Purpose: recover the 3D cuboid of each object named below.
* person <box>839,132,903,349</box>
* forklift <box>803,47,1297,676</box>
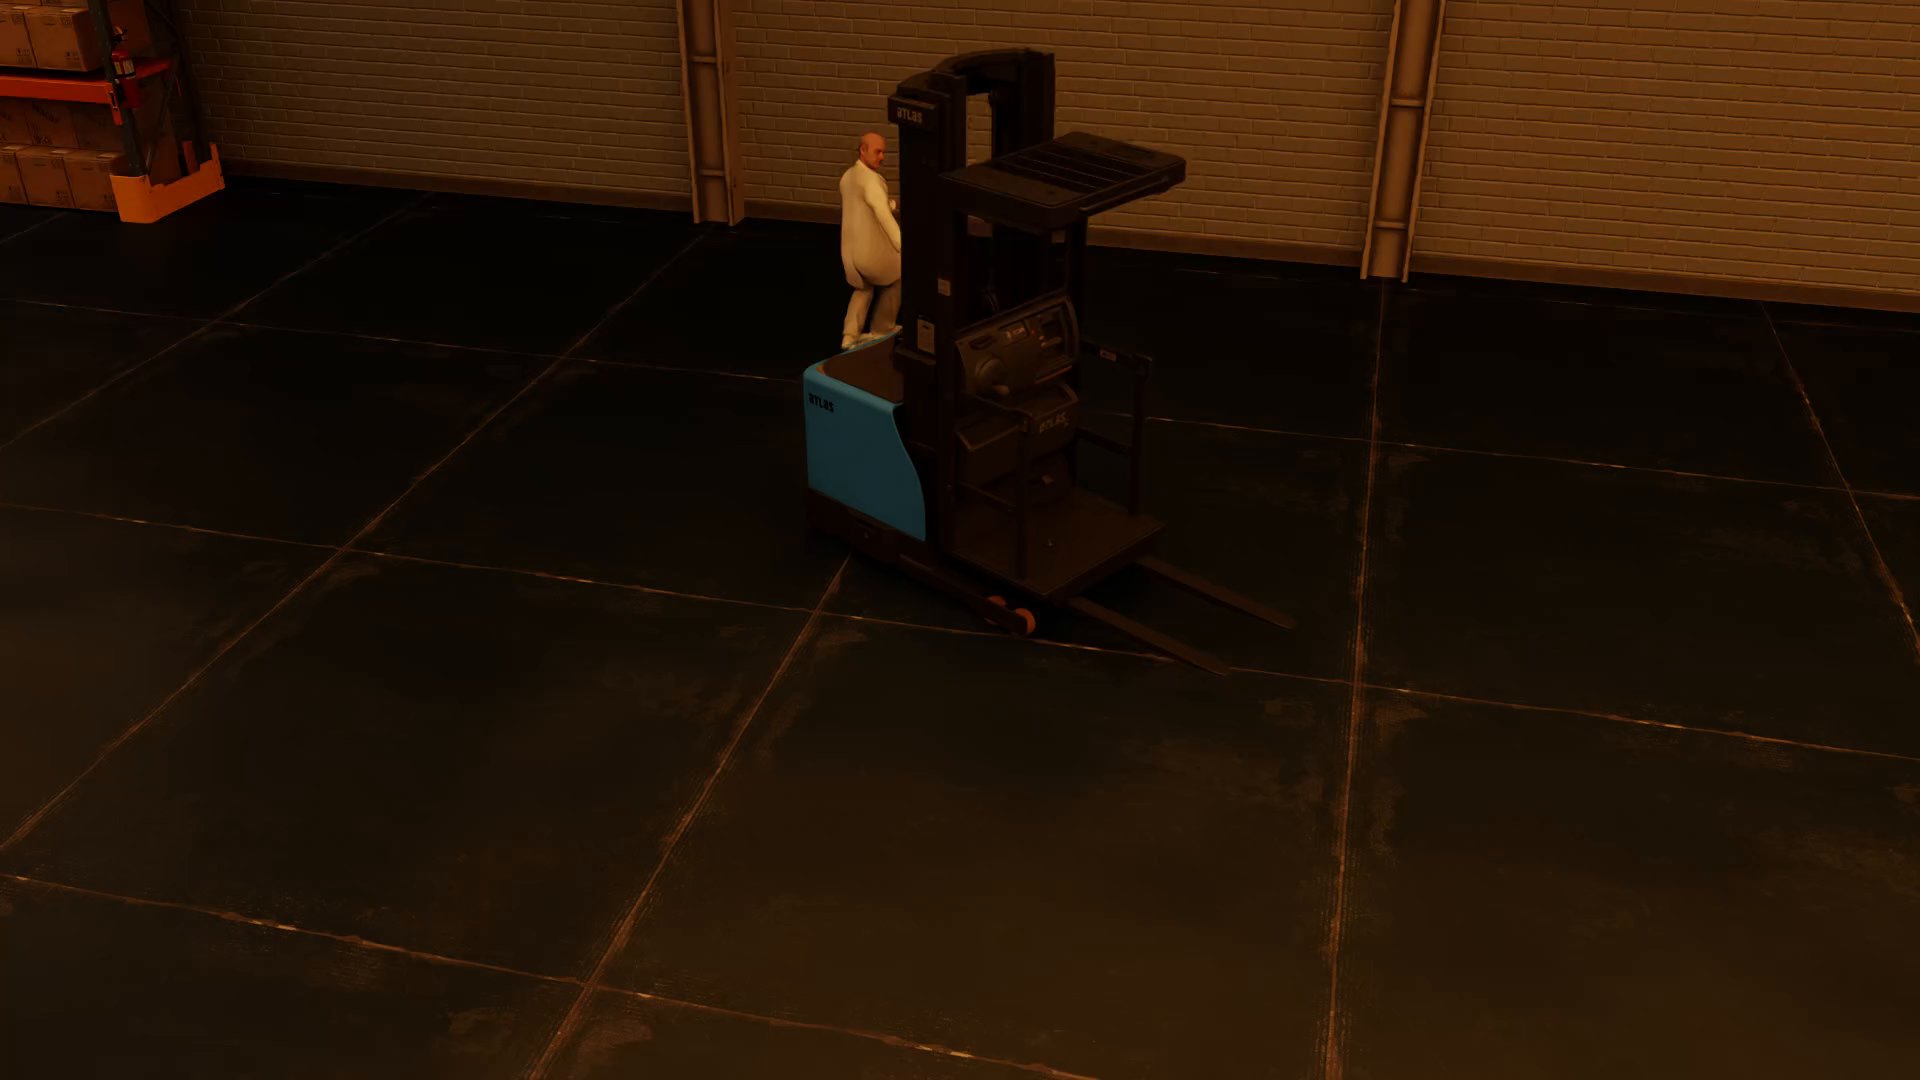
[{"bbox_3d":[-0.545,-2.184,12.361,0.912,1.644,0.907,25,38,37],"label":"person"},{"bbox_3d":[0.477,-1.023,8.976,3.031,2.935,1.130,25,38,37],"label":"forklift"}]
